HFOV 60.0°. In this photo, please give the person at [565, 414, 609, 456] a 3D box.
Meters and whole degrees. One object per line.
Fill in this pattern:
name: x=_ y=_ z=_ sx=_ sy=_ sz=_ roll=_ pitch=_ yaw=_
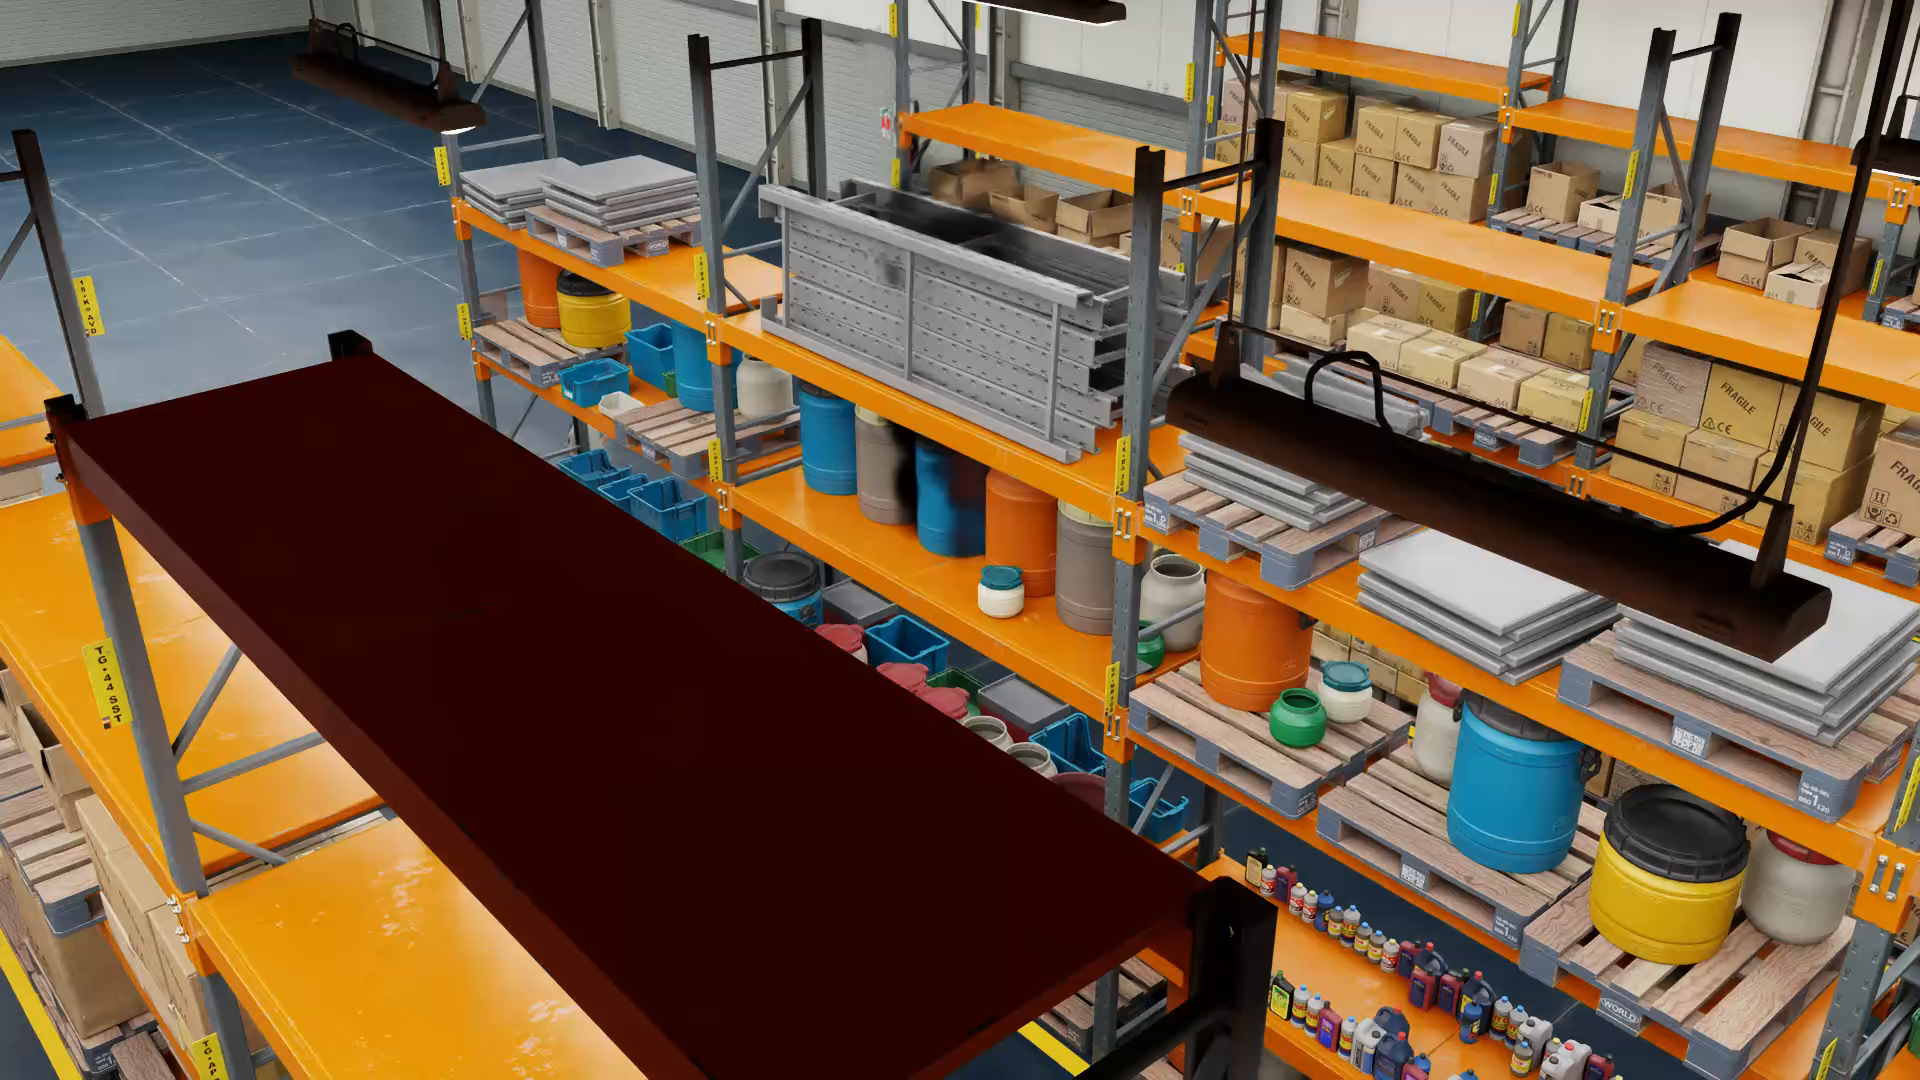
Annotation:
person: x=-3.868 y=-0.810 z=17.386 sx=0.568 sy=1.593 sz=0.628 roll=9 pitch=28 yaw=18
